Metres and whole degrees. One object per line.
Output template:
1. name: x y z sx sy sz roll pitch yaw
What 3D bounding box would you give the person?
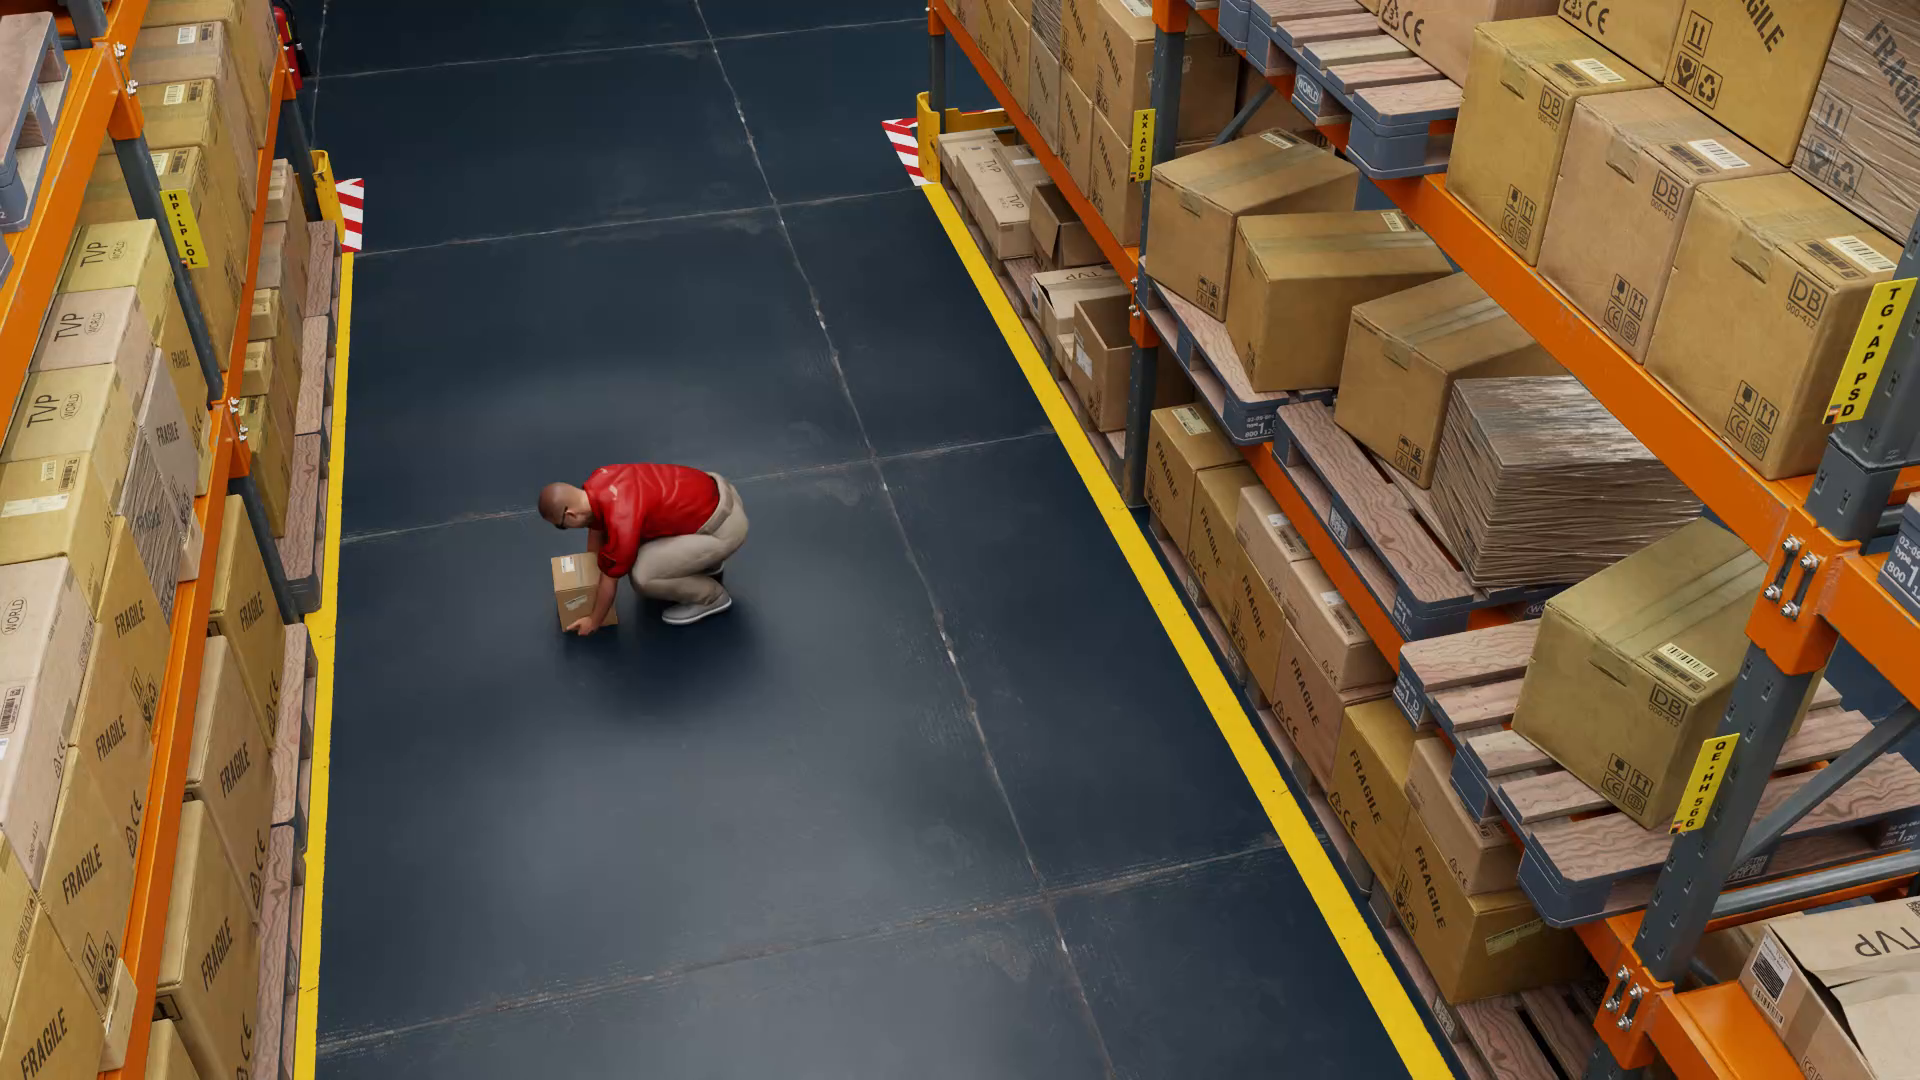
1. person: -1.411 0.010 7.556 0.902 0.849 0.541 -10 39 -12
